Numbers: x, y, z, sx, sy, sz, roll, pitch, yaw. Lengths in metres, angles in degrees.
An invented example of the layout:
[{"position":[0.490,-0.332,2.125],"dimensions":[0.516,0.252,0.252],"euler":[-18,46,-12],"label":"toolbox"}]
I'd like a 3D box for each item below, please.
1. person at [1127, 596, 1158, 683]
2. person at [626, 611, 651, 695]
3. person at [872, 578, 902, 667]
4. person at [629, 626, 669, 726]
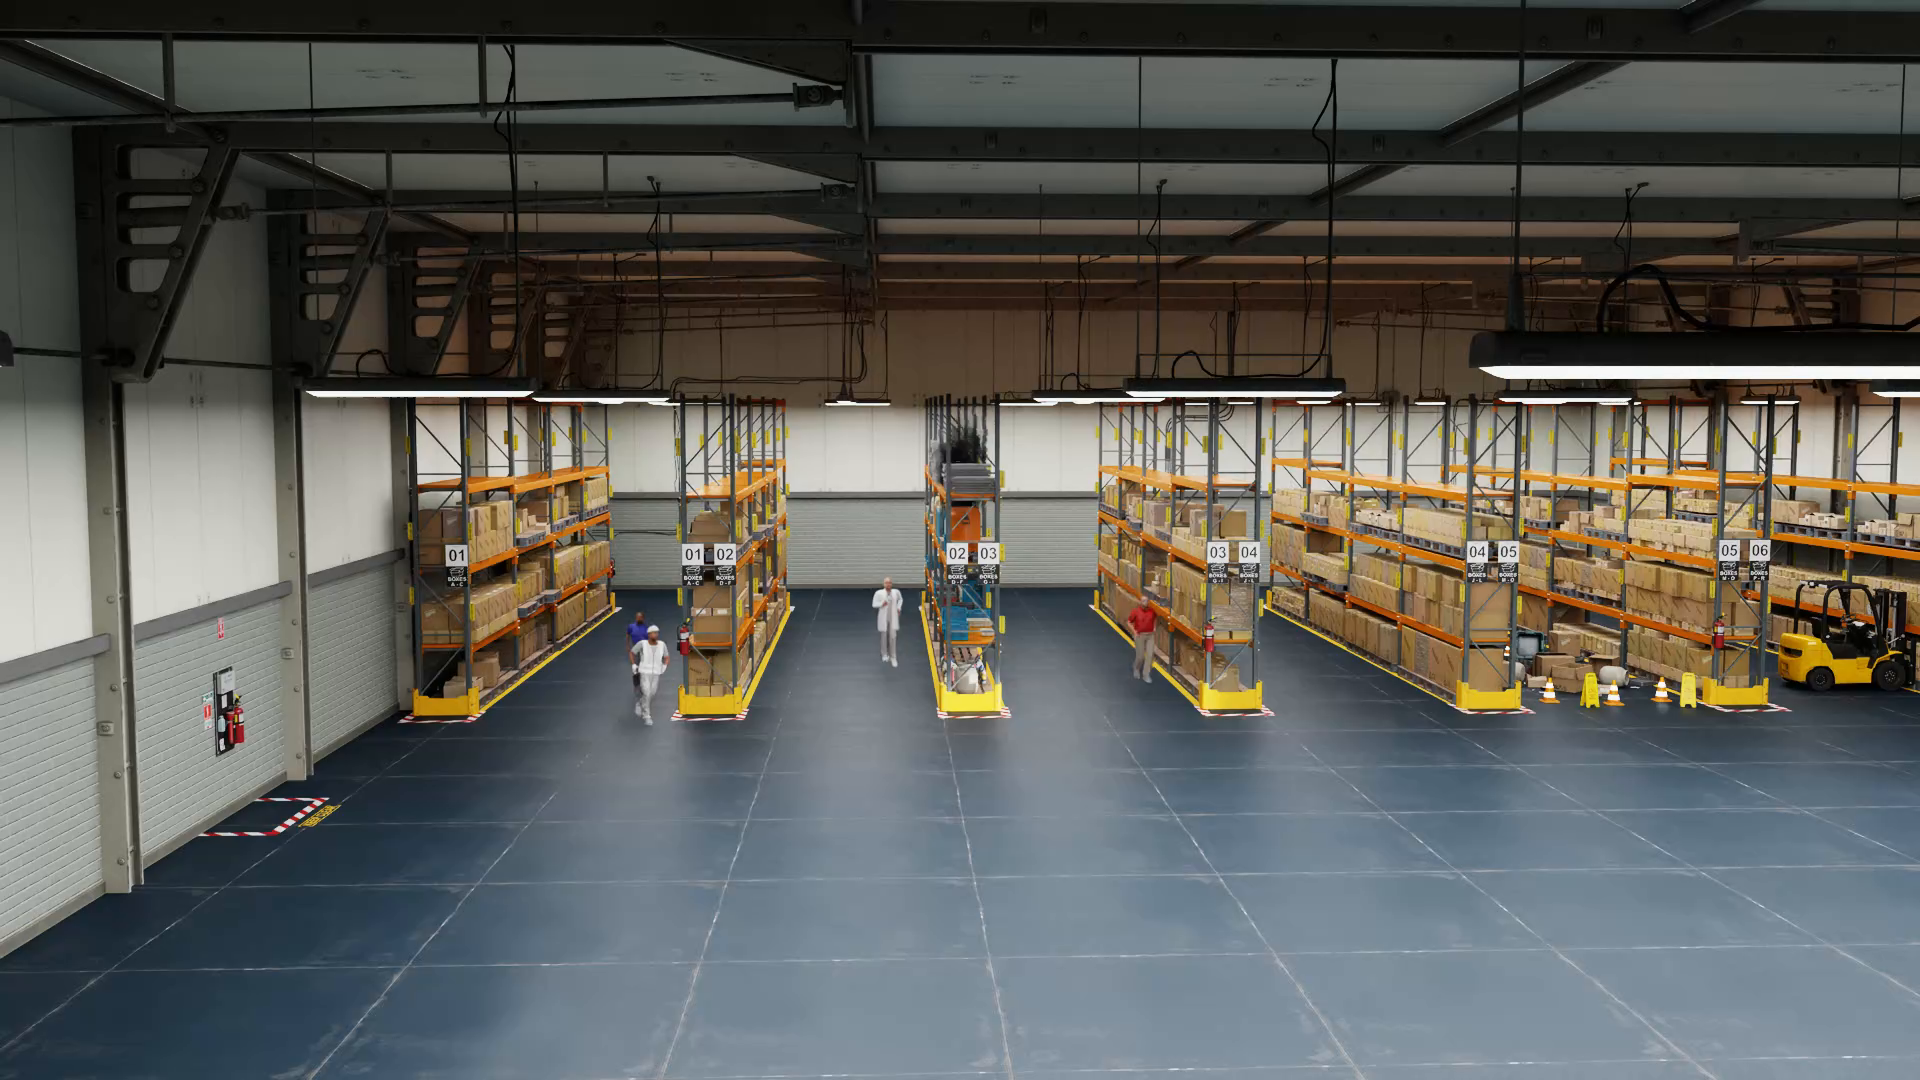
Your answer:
[{"position":[3.660,1.967,33.285],"dimensions":[0.611,1.715,0.699],"euler":[-1,5,-12],"label":"person"},{"position":[-6.431,2.270,33.364],"dimensions":[0.536,1.690,0.801],"euler":[-1,5,-11],"label":"person"},{"position":[-1.534,1.780,35.519],"dimensions":[0.685,1.775,0.799],"euler":[-1,5,-10],"label":"person"},{"position":[-5.672,2.448,30.446],"dimensions":[0.722,1.767,0.809],"euler":[-3,5,-33],"label":"person"}]
